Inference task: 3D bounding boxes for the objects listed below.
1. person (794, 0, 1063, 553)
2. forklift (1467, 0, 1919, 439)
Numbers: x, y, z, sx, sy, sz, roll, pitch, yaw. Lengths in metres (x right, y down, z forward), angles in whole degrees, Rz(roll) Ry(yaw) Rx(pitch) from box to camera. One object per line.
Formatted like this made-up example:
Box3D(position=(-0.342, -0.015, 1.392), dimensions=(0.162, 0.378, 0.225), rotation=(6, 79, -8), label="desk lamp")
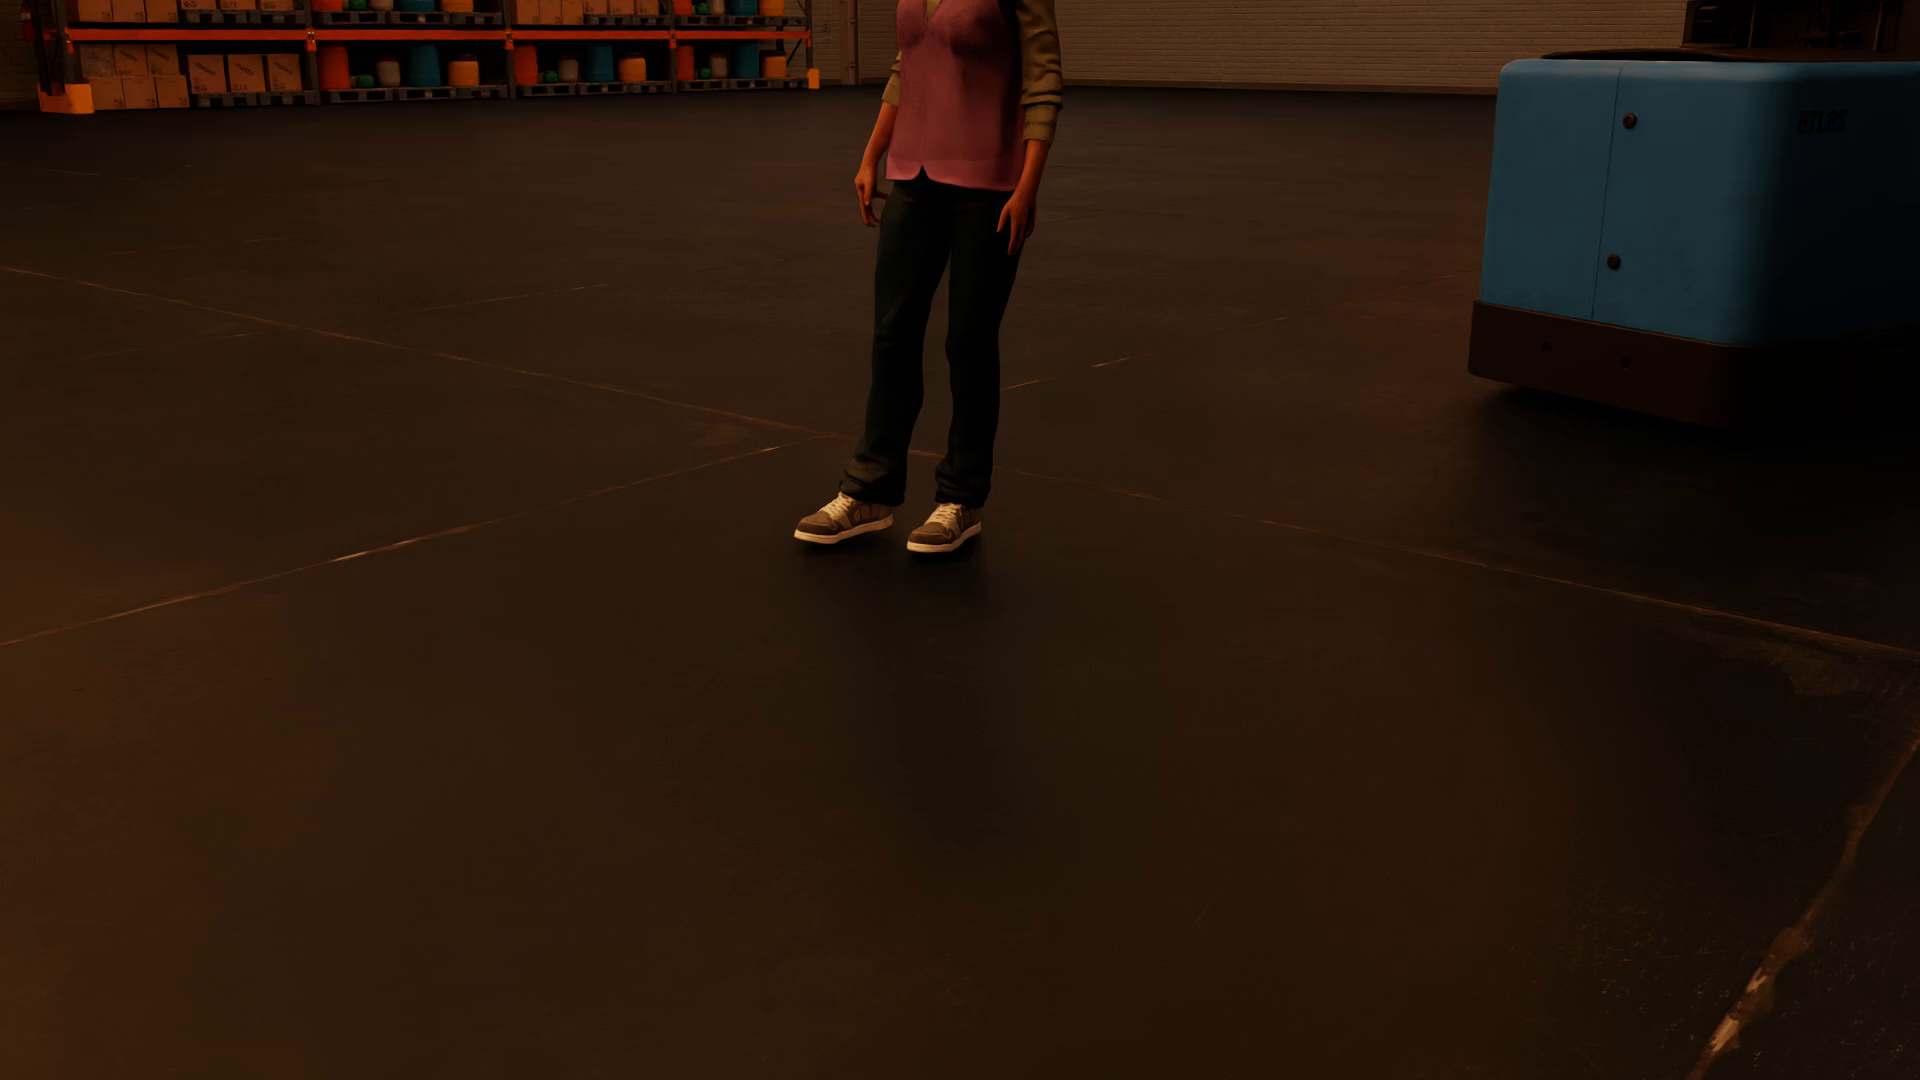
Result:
Box3D(position=(-0.058, -0.757, 3.661), dimensions=(0.520, 1.599, 0.473), rotation=(13, 21, 37), label="person")
Box3D(position=(3.223, -1.986, 5.438), dimensions=(3.031, 2.935, 1.130), rotation=(-10, 19, -29), label="forklift")
